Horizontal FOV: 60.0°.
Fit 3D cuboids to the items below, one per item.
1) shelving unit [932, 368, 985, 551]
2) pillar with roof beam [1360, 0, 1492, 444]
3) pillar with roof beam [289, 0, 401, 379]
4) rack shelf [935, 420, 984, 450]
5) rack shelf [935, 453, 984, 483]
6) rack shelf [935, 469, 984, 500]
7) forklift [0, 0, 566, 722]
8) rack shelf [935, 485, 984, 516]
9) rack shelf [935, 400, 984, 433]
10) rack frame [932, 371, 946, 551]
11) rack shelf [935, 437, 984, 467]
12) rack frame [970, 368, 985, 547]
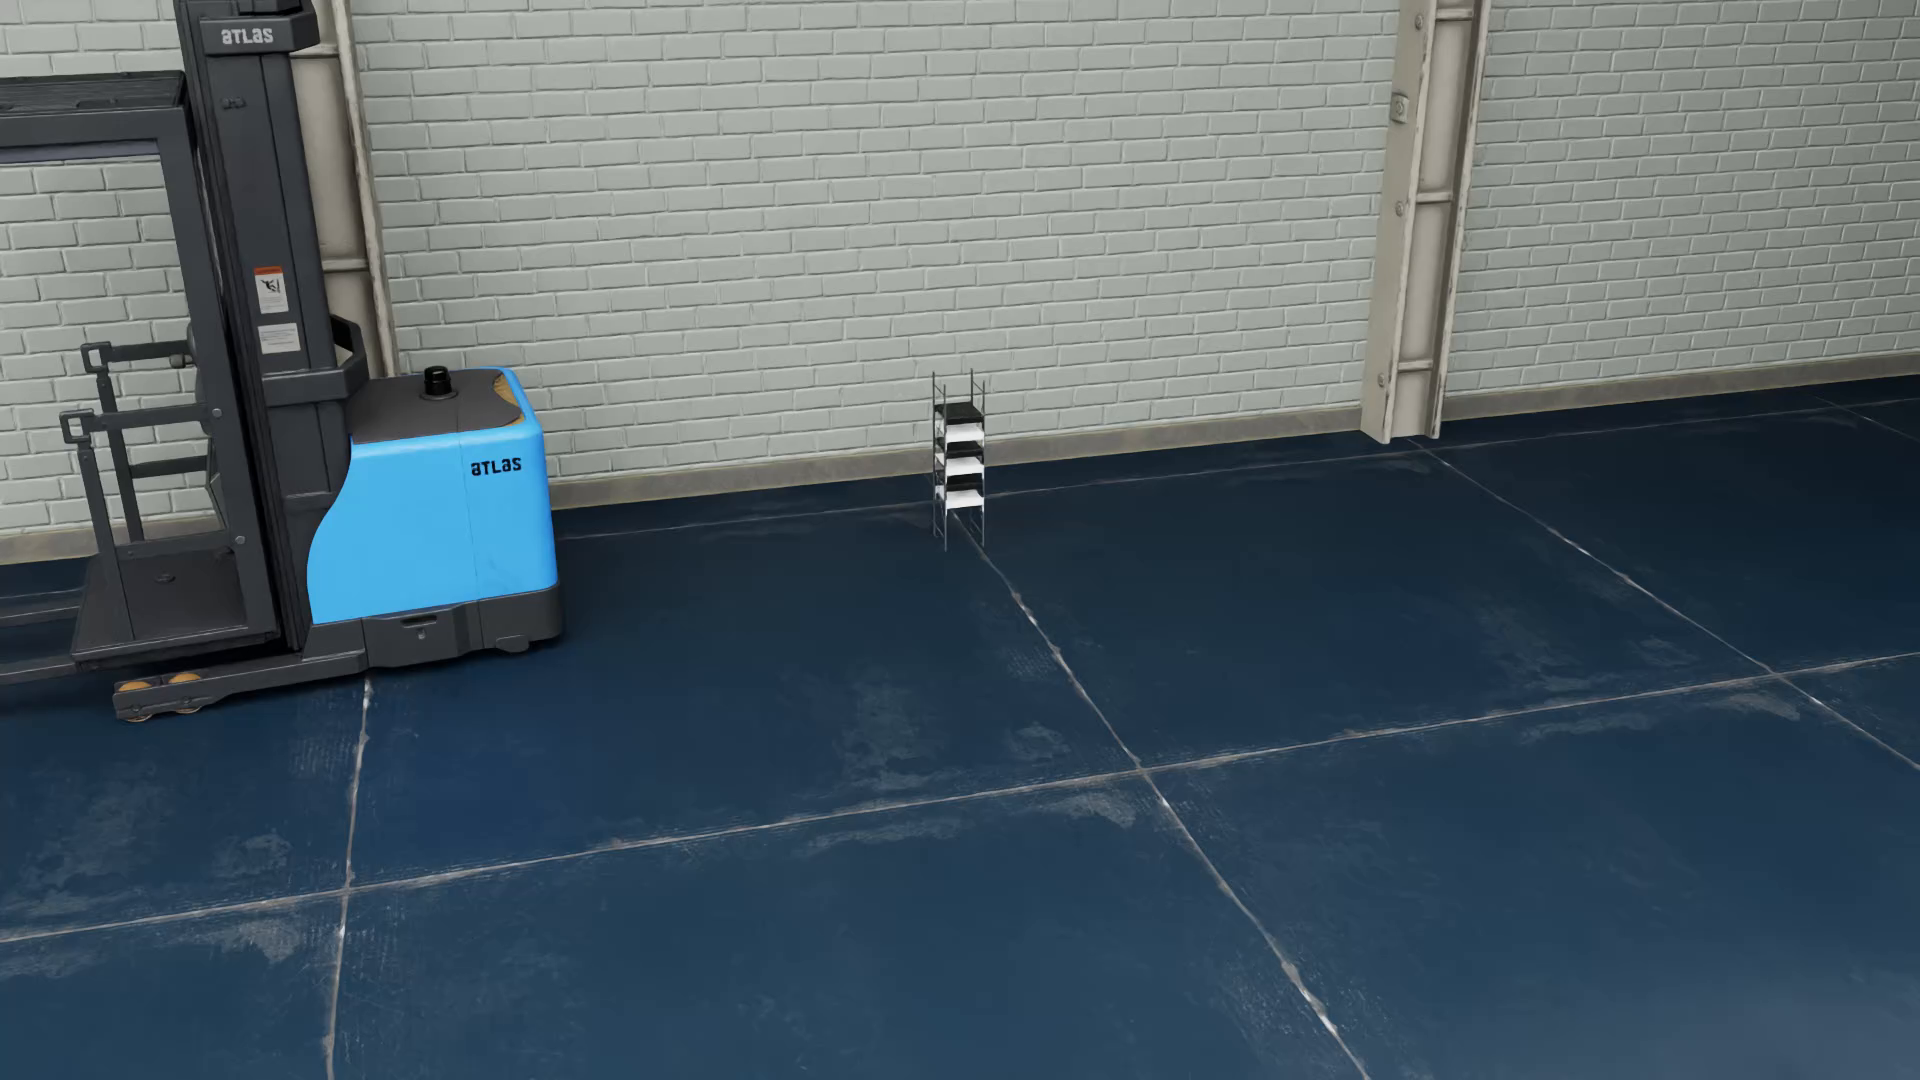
[{"bbox_3d":[-0.008,-0.413,8.571,0.210,0.900,0.258,-6,24,-14],"label":"shelving unit"},{"bbox_3d":[3.877,-3.164,4.712,0.400,9.000,9.100,-6,24,-14],"label":"pillar with roof beam"},{"bbox_3d":[-1.900,-2.525,3.223,0.400,9.000,9.100,-6,24,-14],"label":"pillar with roof beam"},{"bbox_3d":[-0.008,-0.547,8.513,0.200,0.077,0.258,-6,24,-14],"label":"rack shelf"},{"bbox_3d":[-0.008,-0.382,8.584,0.200,0.077,0.258,-6,24,-14],"label":"rack shelf"},{"bbox_3d":[-0.008,-0.299,8.619,0.200,0.077,0.258,-6,24,-14],"label":"rack shelf"},{"bbox_3d":[-3.376,-0.820,6.944,3.031,2.935,1.130,-9,25,-20],"label":"forklift"},{"bbox_3d":[-0.008,-0.217,8.655,0.200,0.077,0.258,-6,24,-14],"label":"rack shelf"},{"bbox_3d":[-0.008,-0.630,8.477,0.200,0.077,0.258,-6,24,-14],"label":"rack shelf"},{"bbox_3d":[-0.106,-0.402,8.545,0.006,0.900,0.240,-6,24,-14],"label":"rack frame"},{"bbox_3d":[-0.008,-0.465,8.548,0.200,0.077,0.258,-6,24,-14],"label":"rack shelf"},{"bbox_3d":[0.090,-0.424,8.596,0.006,0.900,0.240,-6,24,-14],"label":"rack frame"}]
